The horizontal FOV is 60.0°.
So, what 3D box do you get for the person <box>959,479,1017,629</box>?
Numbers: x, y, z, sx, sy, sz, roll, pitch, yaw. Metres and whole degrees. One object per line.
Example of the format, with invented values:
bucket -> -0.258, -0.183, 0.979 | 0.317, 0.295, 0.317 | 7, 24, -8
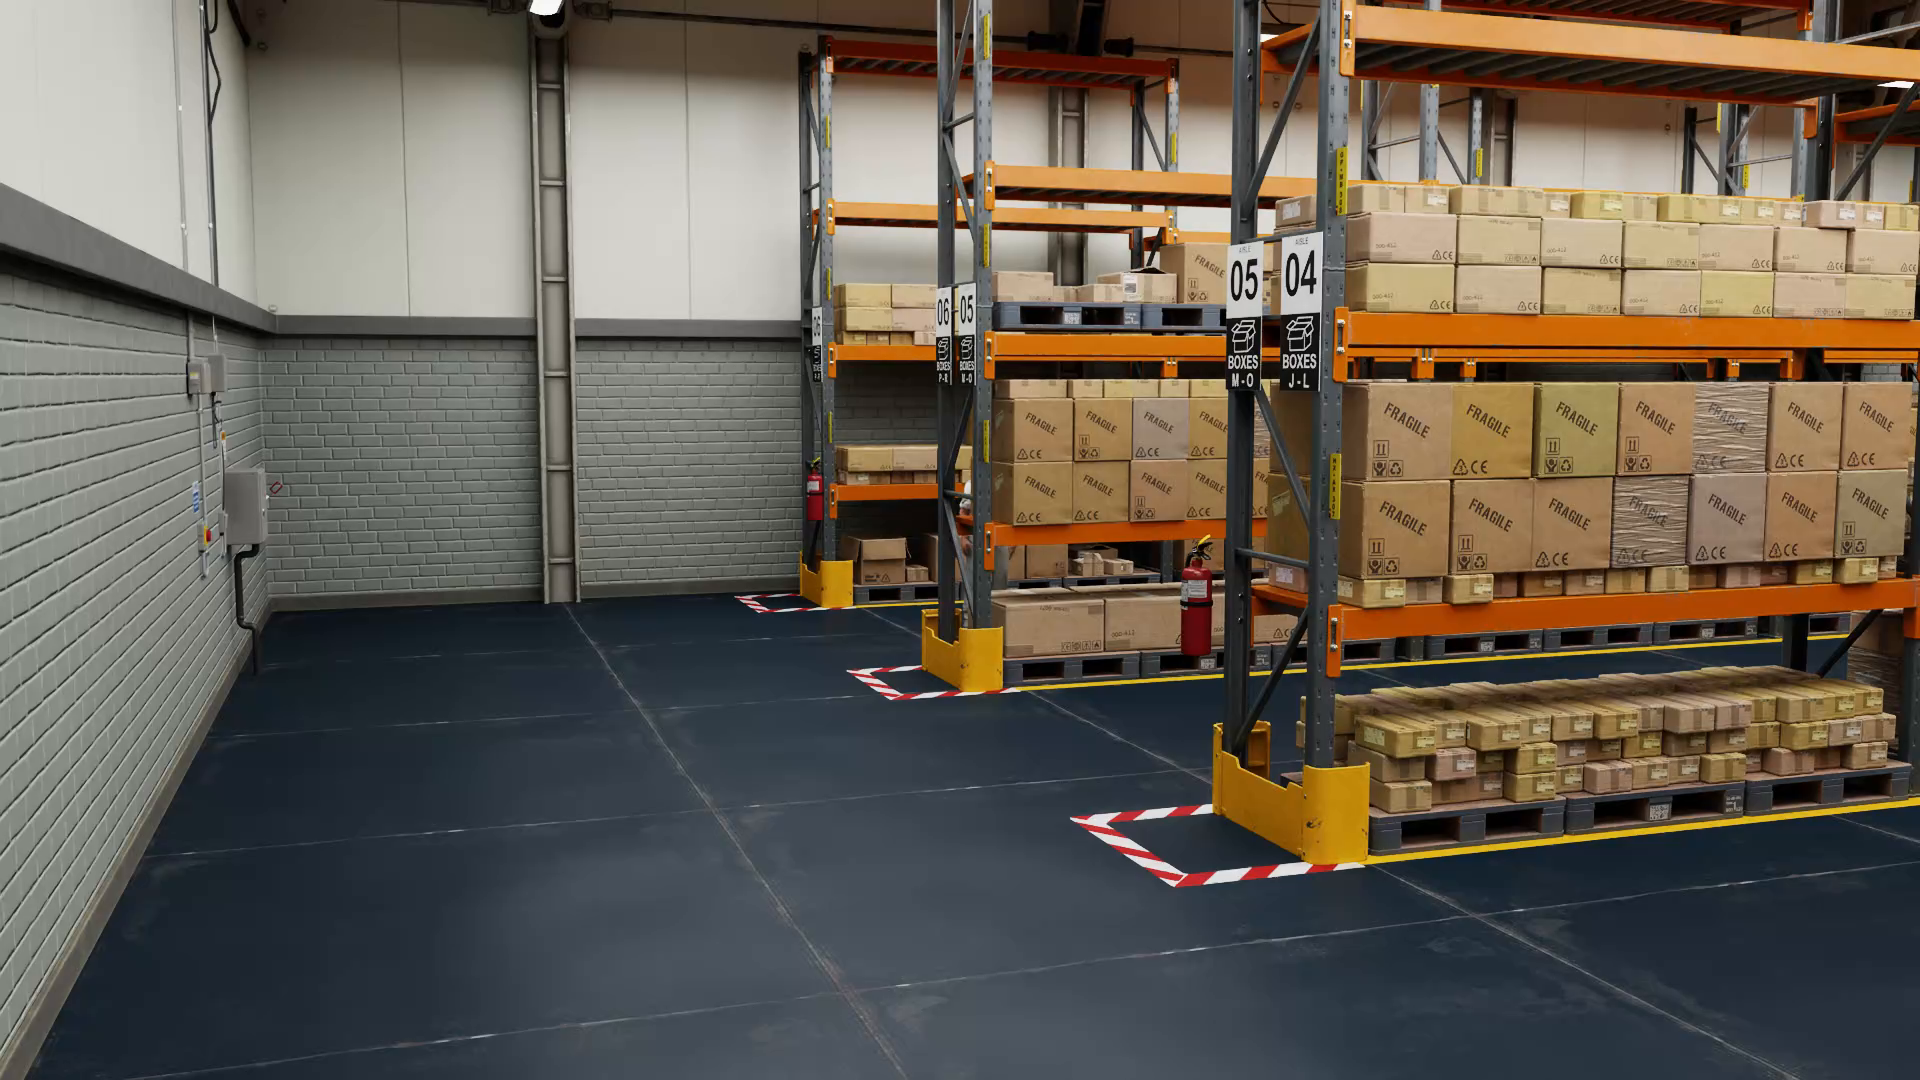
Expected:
person -> 0.276, -0.002, 16.308 | 0.587, 1.748, 0.466 | -2, 6, -19
